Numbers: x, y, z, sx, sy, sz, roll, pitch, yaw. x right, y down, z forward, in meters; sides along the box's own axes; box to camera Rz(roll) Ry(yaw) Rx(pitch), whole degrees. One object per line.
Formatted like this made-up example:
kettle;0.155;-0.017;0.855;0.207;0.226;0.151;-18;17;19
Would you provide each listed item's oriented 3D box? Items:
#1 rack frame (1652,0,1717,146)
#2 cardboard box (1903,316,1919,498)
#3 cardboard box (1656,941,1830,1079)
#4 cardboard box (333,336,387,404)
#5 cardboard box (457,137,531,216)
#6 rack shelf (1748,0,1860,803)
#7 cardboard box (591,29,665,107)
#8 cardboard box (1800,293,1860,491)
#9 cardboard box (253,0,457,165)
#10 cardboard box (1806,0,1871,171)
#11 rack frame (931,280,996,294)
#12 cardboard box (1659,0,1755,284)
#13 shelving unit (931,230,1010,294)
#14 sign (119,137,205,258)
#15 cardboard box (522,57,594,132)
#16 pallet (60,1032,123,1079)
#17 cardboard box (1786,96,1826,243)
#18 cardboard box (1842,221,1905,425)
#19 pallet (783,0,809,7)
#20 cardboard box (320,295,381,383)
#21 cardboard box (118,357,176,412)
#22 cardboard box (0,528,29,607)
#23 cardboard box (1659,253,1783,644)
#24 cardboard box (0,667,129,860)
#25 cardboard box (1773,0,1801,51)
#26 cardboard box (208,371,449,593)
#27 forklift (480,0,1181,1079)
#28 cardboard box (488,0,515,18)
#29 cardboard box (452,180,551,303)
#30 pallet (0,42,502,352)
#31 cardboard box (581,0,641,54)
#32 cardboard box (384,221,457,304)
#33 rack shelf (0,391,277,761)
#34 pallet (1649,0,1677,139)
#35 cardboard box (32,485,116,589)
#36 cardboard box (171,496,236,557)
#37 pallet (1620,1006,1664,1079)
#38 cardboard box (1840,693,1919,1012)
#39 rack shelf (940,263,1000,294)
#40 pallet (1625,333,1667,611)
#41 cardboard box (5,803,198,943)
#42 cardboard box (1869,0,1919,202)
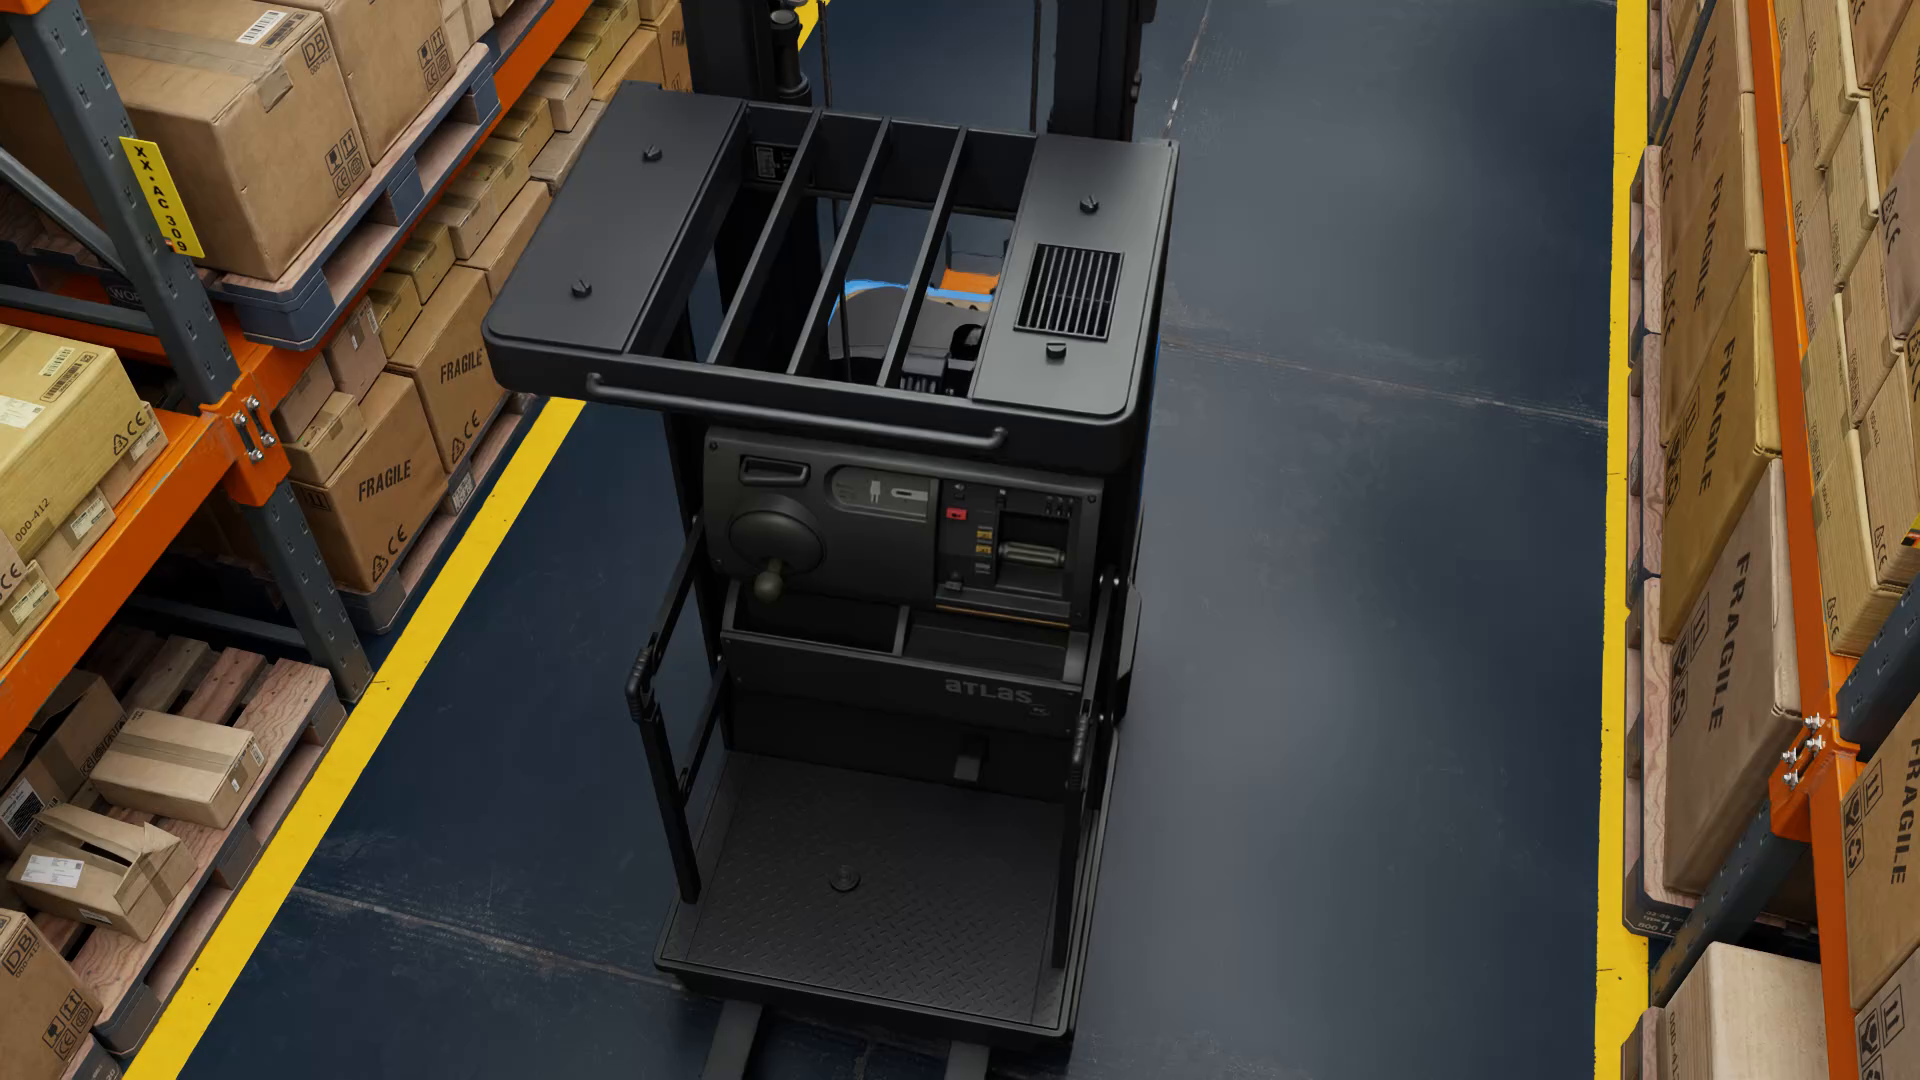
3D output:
rack frame;3.458;-2.526;5.979;1.000;3.000;0.127;12;50;10
cardboard box;2.281;-0.369;3.342;0.500;0.500;0.500;13;50;11
cardboard box;2.137;1.509;3.846;0.875;0.438;0.875;11;49;9
cardboard box;-2.035;-0.559;5.197;0.380;0.149;0.250;10;49;9
cardboard box;-1.750;-1.300;5.851;0.380;0.149;0.250;13;50;11
rack shelf;2.932;-0.841;4.972;1.077;0.370;4.000;12;50;10
cardboard box;-1.512;-1.727;6.661;0.500;0.500;0.500;14;50;12
cardboard box;2.415;-0.325;4.137;0.500;0.250;0.500;11;49;10
cardboard box;-1.905;-1.462;4.693;0.700;0.500;0.500;12;50;10
cardboard box;2.660;-1.228;4.600;0.500;0.250;0.500;12;50;11
rack frame;0.010;-0.426;5.426;0.200;1.050;0.008;8;49;7
cardboard box;3.196;-1.479;6.191;0.875;0.875;0.875;11;50;10
shelving unit;0.033;-0.516;5.505;0.215;1.050;0.252;8;49;7
sign;-1.859;-0.794;3.873;0.100;0.325;0.005;12;50;10
cardboard box;-1.593;-1.668;6.176;0.380;0.149;0.250;9;49;8
pallet;-2.885;1.695;4.113;1.003;0.211;1.213;12;50;10
cardboard box;2.698;-1.061;4.786;0.500;0.250;0.500;12;50;10
cardboard box;2.411;-0.478;3.938;0.500;0.250;0.500;13;50;11
pallet;-1.077;-3.168;8.405;1.003;0.211;1.213;12;50;10
cardboard box;-2.011;-0.639;5.069;0.380;0.149;0.250;9;49;8
cardboard box;-2.566;-0.459;5.109;0.380;0.149;0.250;10;49;9
cardboard box;-2.400;0.123;3.542;0.500;0.250;0.500;12;50;10
cardboard box;2.722;-0.188;5.052;0.875;0.875;0.875;13;50;11
cardboard box;-2.786;0.572;4.757;0.500;0.311;0.500;13;50;11
cardboard box;2.969;-1.797;5.436;0.500;0.250;0.500;10;49;9
cardboard box;-2.040;-0.227;5.337;0.500;0.500;0.500;14;50;12
forklift;-0.179;0.089;3.717;1.130;2.935;3.031;8;49;7
cardboard box;-1.698;-2.030;5.194;0.700;0.500;0.500;11;50;10
cardboard box;-1.774;-0.974;5.996;0.500;0.500;0.500;10;49;9
pallet;-2.069;-1.102;4.850;1.003;0.211;1.213;12;50;10
cardboard box;-1.484;-2.055;6.517;0.380;0.149;0.250;13;50;11
cardboard box;-1.919;-0.947;5.540;0.380;0.149;0.250;11;49;9
rack shelf;-2.911;1.075;3.280;1.077;0.370;4.000;12;50;10
pallet;3.665;-2.168;7.523;1.003;0.211;1.213;12;50;10
cardboard box;-2.272;-0.053;3.964;0.380;0.149;0.250;13;50;11
cardboard box;-2.540;-0.335;5.432;0.500;0.500;0.500;11;50;10
pallet;2.130;1.825;3.999;1.003;0.211;1.213;12;50;10
cardboard box;2.029;0.622;3.134;0.500;0.500;0.500;13;50;11
rack shelf;0.033;-0.697;5.300;0.215;0.259;0.240;8;49;7
pallet;2.855;-0.168;5.758;1.003;0.211;1.213;12;50;10
cardboard box;-2.341;0.875;4.520;0.396;0.266;0.258;13;50;11
cardboard box;2.562;-1.108;3.994;0.500;0.500;0.500;13;50;11
